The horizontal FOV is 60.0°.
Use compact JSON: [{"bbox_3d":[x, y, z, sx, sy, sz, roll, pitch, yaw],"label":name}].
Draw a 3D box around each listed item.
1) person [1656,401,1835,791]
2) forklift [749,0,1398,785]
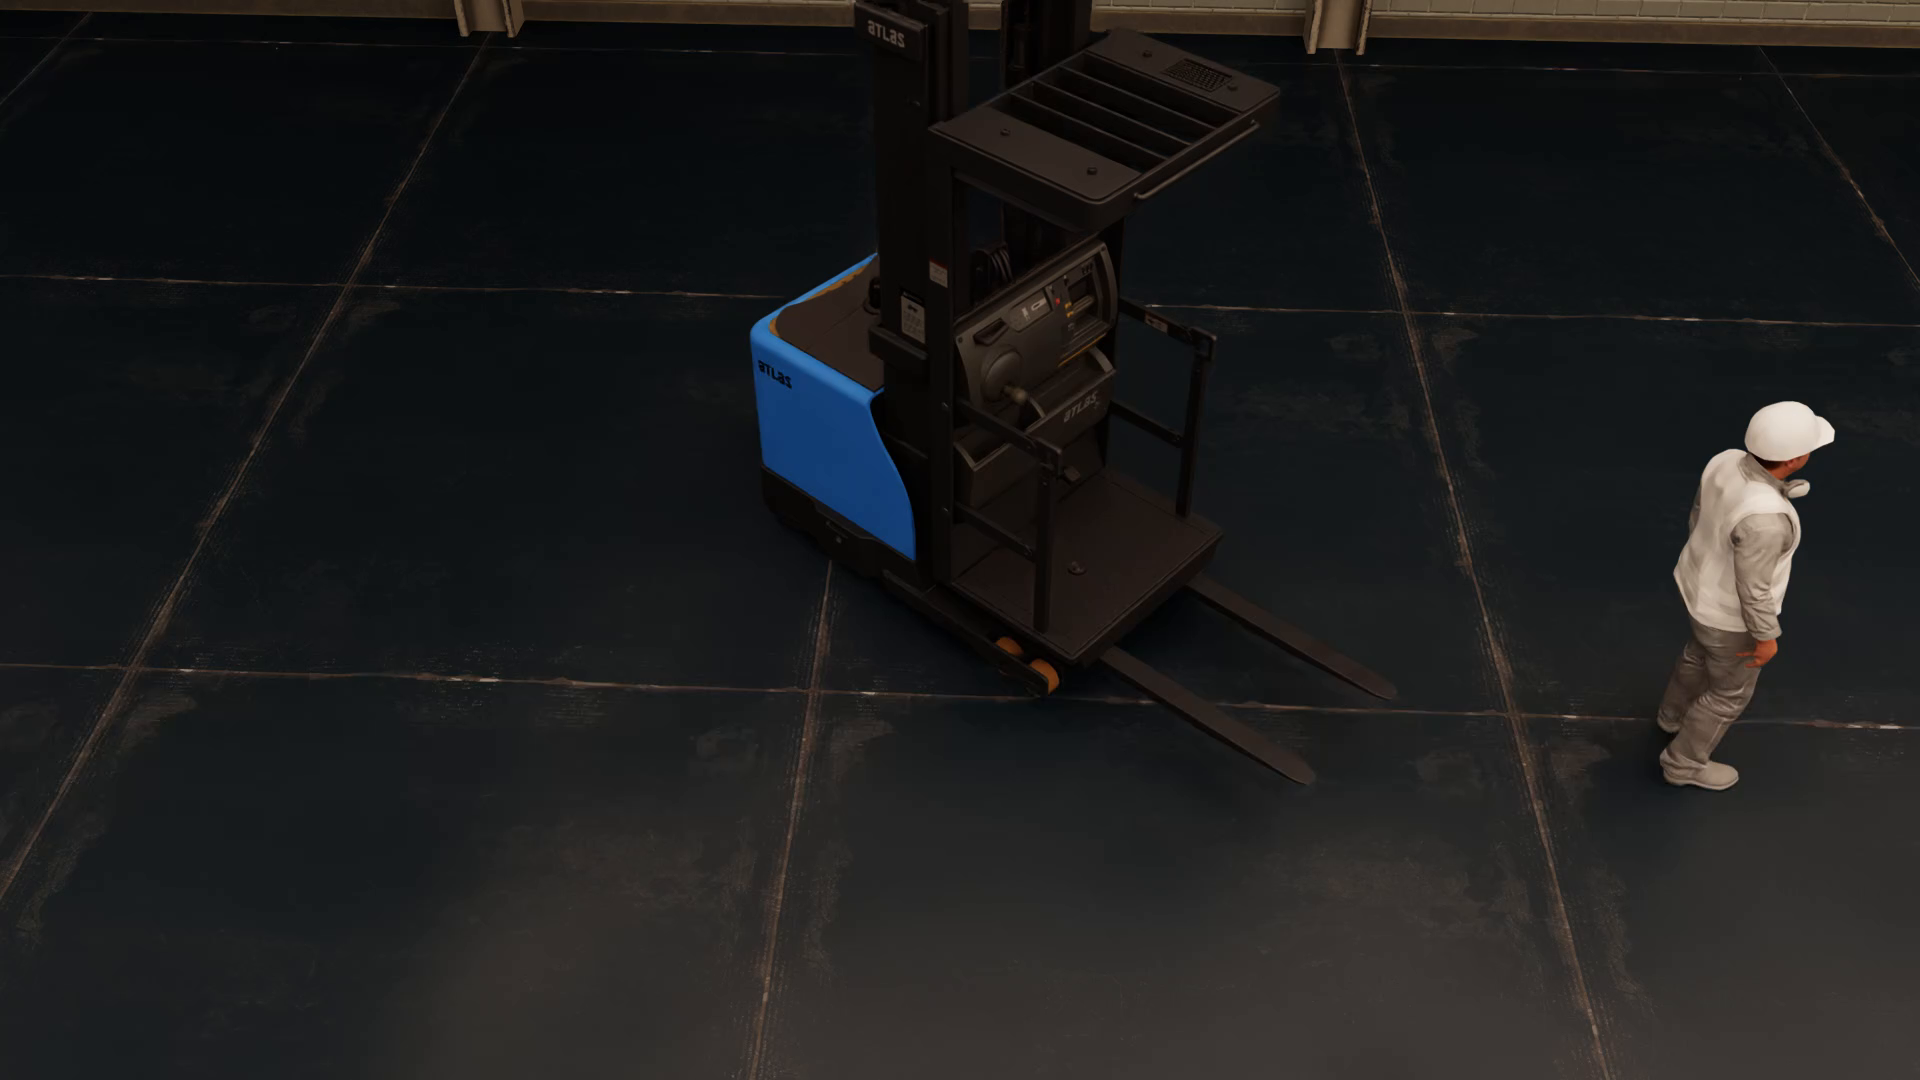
[{"bbox_3d":[2.994,0.221,6.379,0.497,1.792,0.606,1,42,1],"label":"person"},{"bbox_3d":[0.474,-0.808,6.628,3.031,2.935,1.130,32,51,30],"label":"forklift"}]
